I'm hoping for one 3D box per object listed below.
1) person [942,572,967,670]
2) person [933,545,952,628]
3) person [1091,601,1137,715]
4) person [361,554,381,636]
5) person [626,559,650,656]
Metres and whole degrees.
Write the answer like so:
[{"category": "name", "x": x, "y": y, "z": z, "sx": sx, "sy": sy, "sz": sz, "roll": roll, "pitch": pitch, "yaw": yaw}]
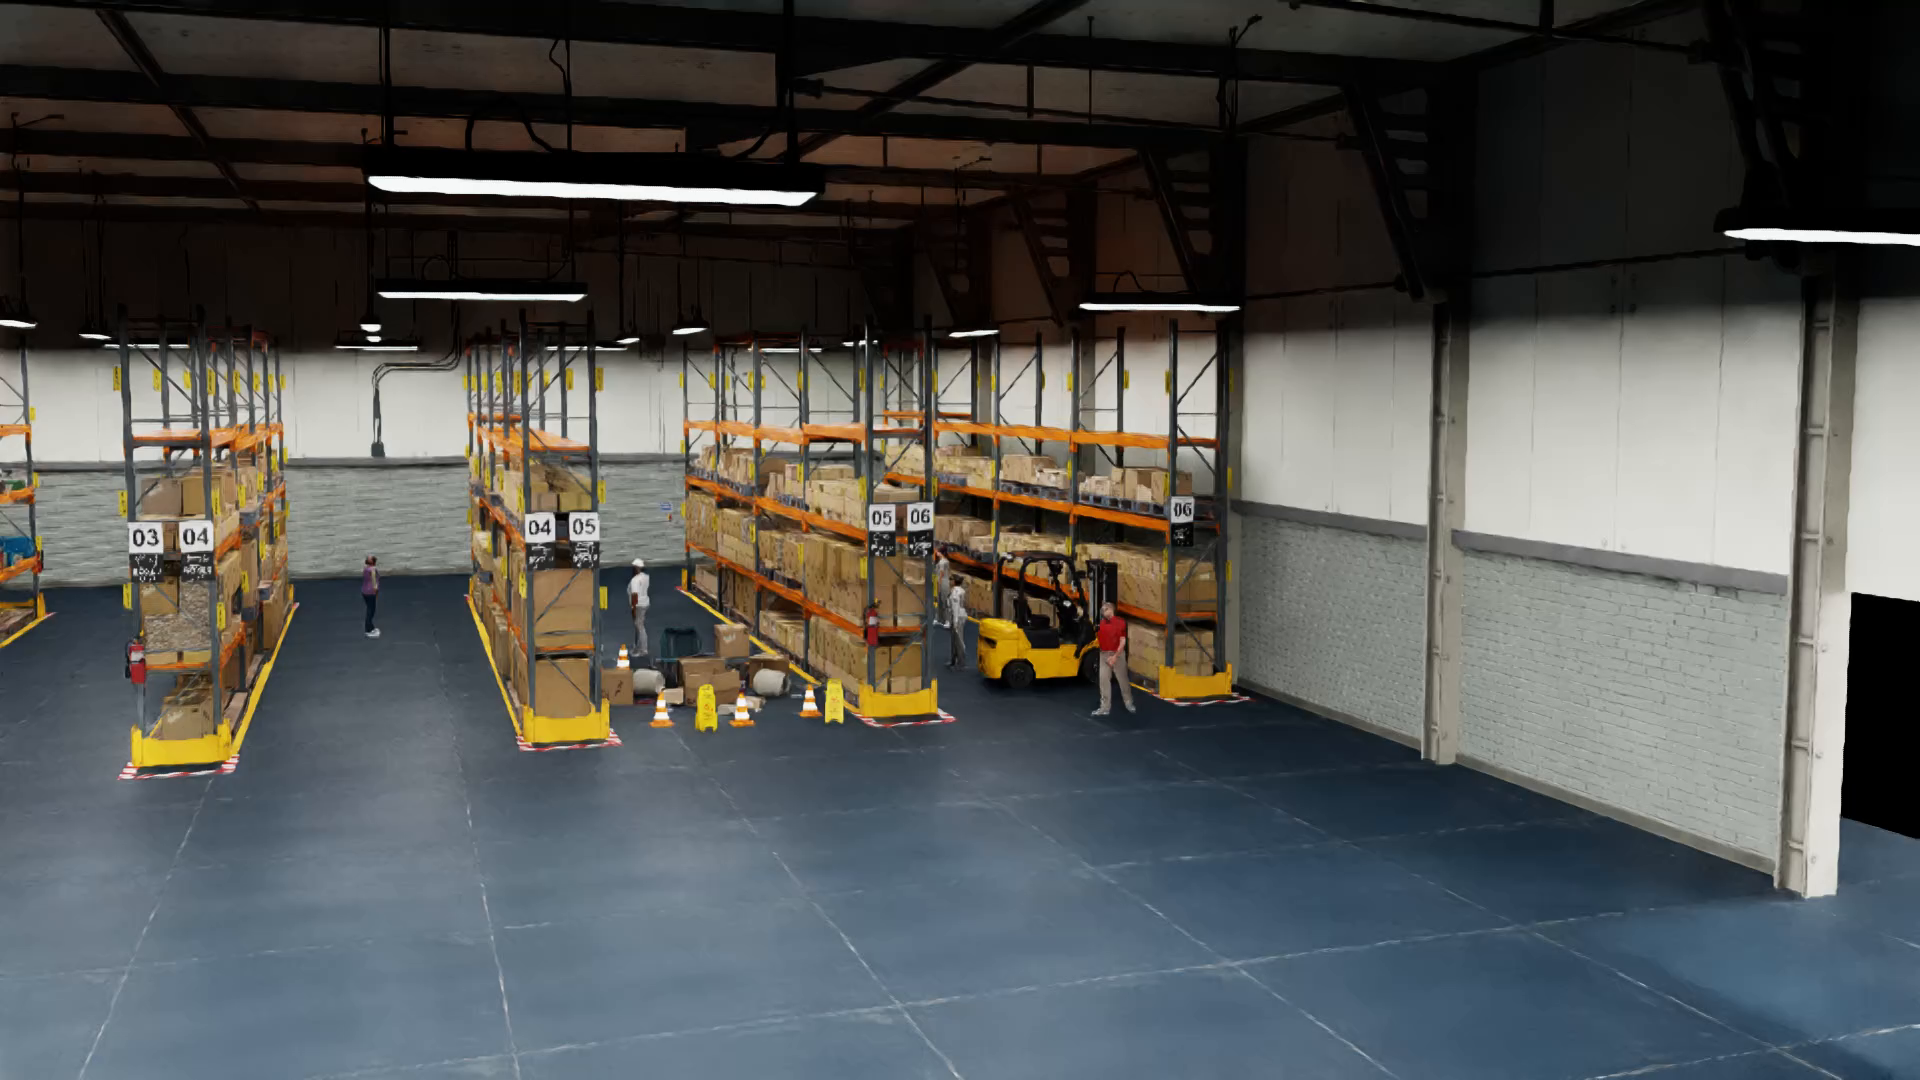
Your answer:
[{"category": "person", "x": -0.093, "y": 1.407, "z": 29.040, "sx": 0.455, "sy": 1.677, "sz": 0.514, "roll": 1, "pitch": 6, "yaw": 10}, {"category": "person", "x": -0.381, "y": 0.937, "z": 33.990, "sx": 0.575, "sy": 1.658, "sz": 0.576, "roll": 0, "pitch": 5, "yaw": 4}, {"category": "person", "x": 2.326, "y": 1.772, "z": 25.079, "sx": 0.569, "sy": 1.713, "sz": 0.721, "roll": 5, "pitch": 7, "yaw": 43}, {"category": "person", "x": -11.592, "y": 1.080, "z": 32.821, "sx": 0.420, "sy": 1.602, "sz": 0.506, "roll": -5, "pitch": 7, "yaw": -43}, {"category": "person", "x": -5.928, "y": 1.222, "z": 30.439, "sx": 0.503, "sy": 1.764, "sz": 0.624, "roll": 1, "pitch": 6, "yaw": 11}]
